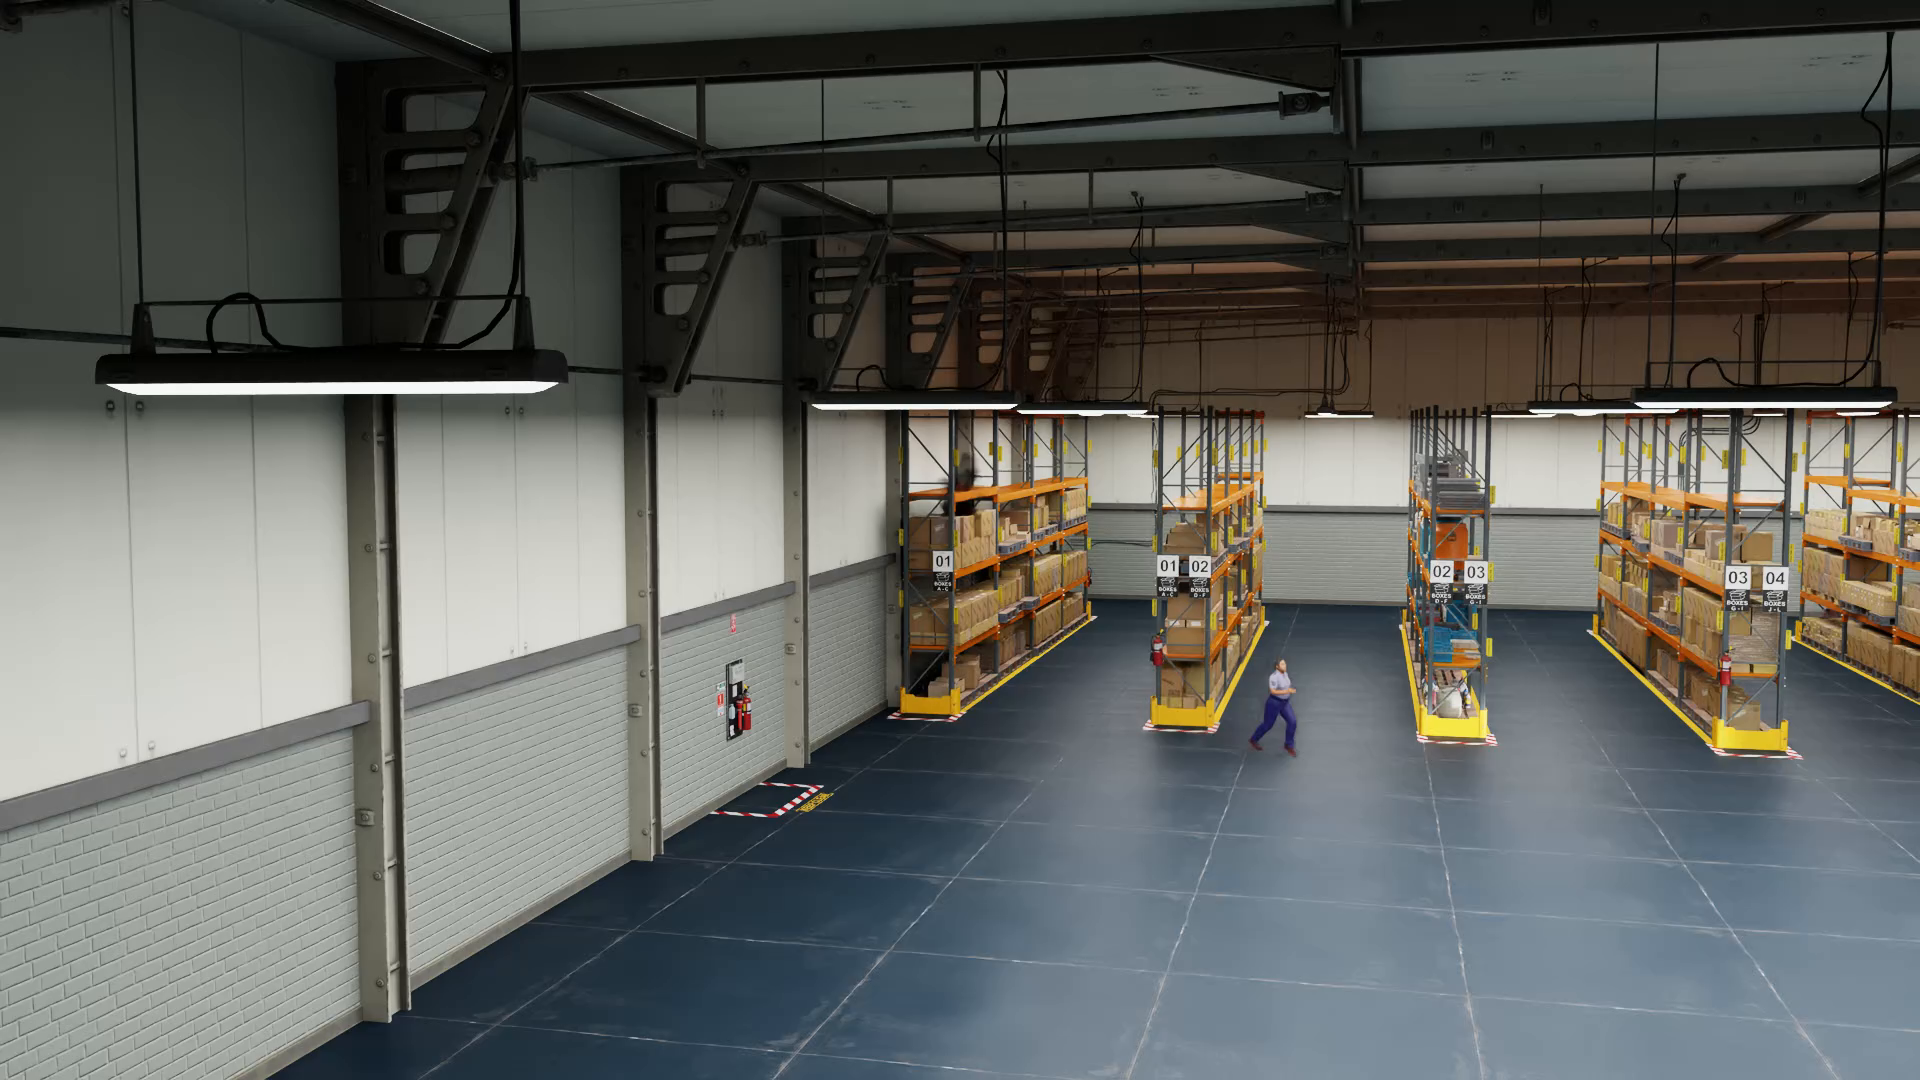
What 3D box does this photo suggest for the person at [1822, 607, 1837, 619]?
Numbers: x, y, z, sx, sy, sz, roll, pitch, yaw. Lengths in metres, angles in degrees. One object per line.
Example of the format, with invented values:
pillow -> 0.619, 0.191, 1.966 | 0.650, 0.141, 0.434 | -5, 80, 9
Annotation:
person -> 23.216, 1.737, 44.278 | 0.601, 1.604, 0.578 | -4, 5, -41

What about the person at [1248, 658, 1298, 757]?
person -> 5.427, 2.870, 28.571 | 0.611, 1.680, 0.882 | -4, 6, -44
